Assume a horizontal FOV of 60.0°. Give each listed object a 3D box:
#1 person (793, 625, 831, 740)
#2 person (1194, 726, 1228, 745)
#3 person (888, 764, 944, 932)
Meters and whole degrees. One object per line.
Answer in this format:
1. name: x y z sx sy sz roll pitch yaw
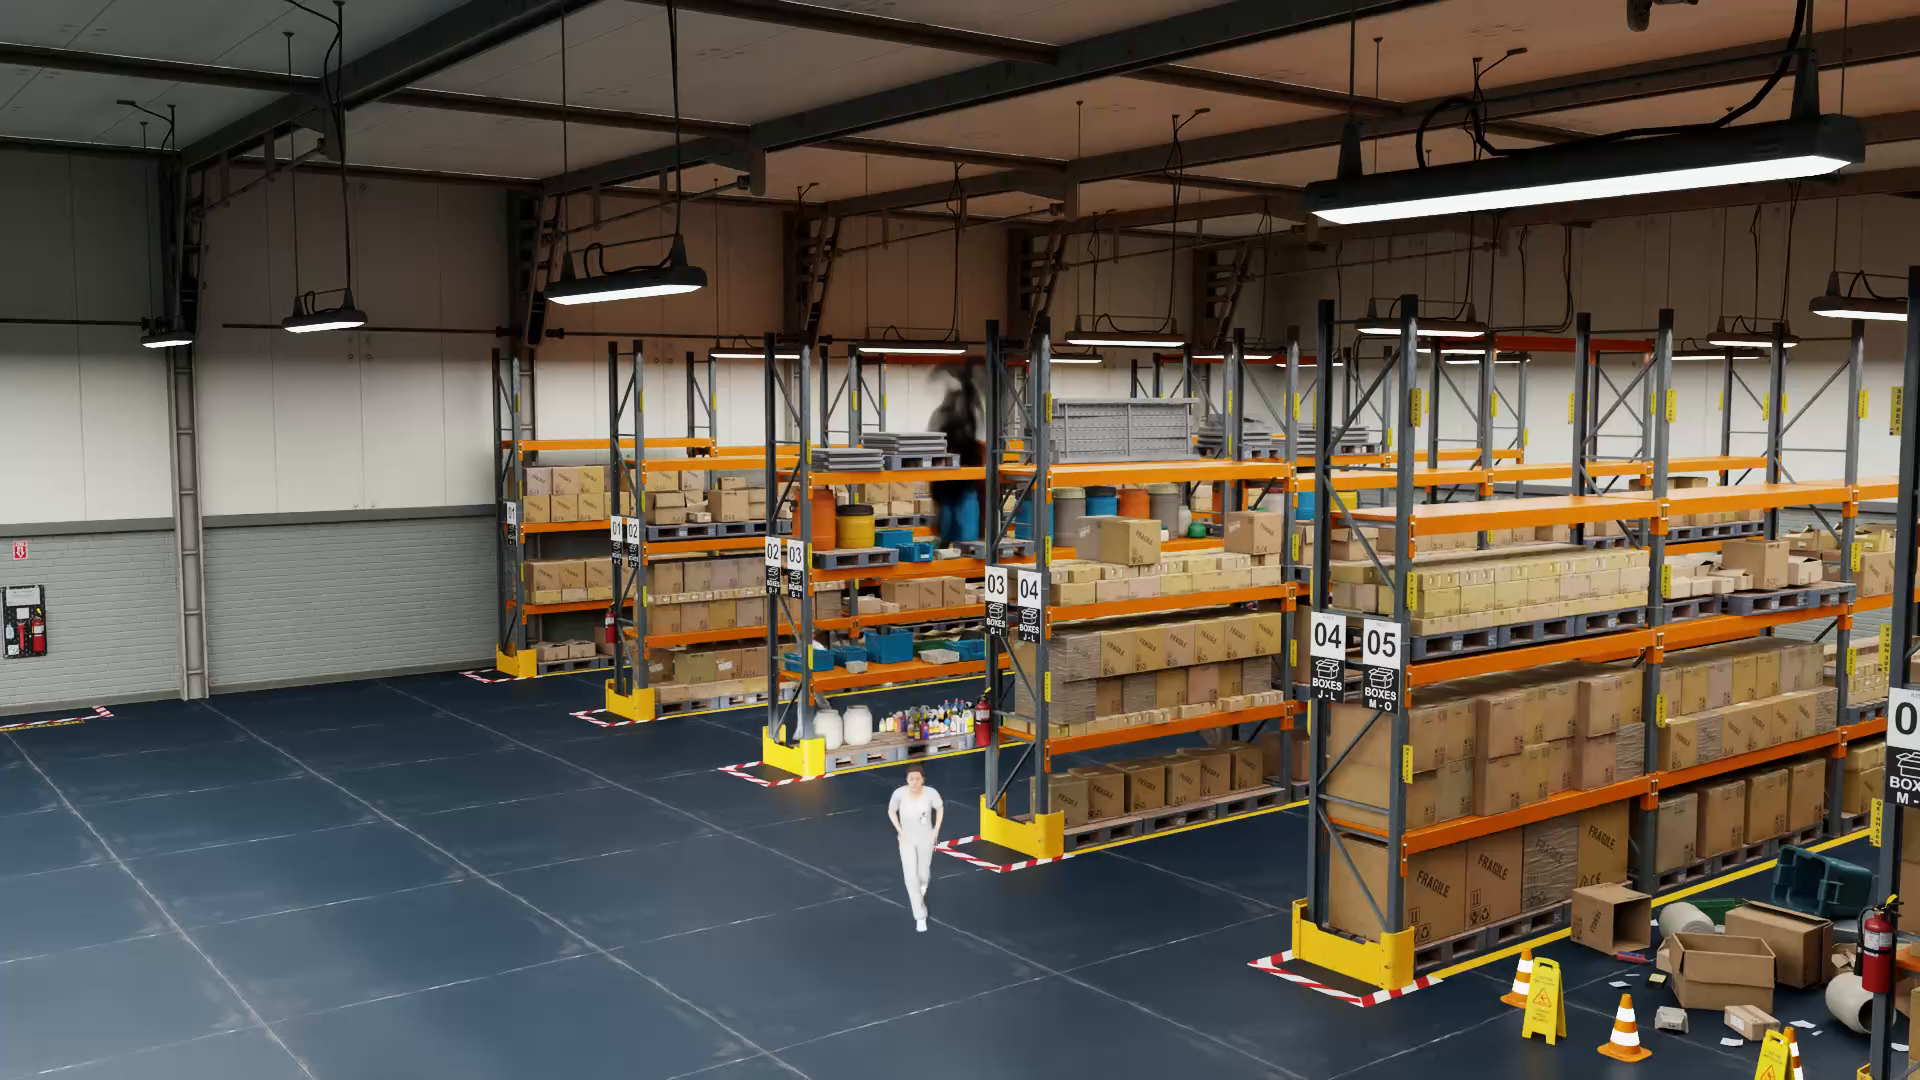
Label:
1. person: -2.215 2.102 25.077 0.591 1.721 0.877 3 6 32
2. person: 3.498 2.278 23.053 0.914 1.704 0.691 -4 7 -40
3. person: -0.424 2.944 16.327 0.538 1.617 0.787 0 5 4
